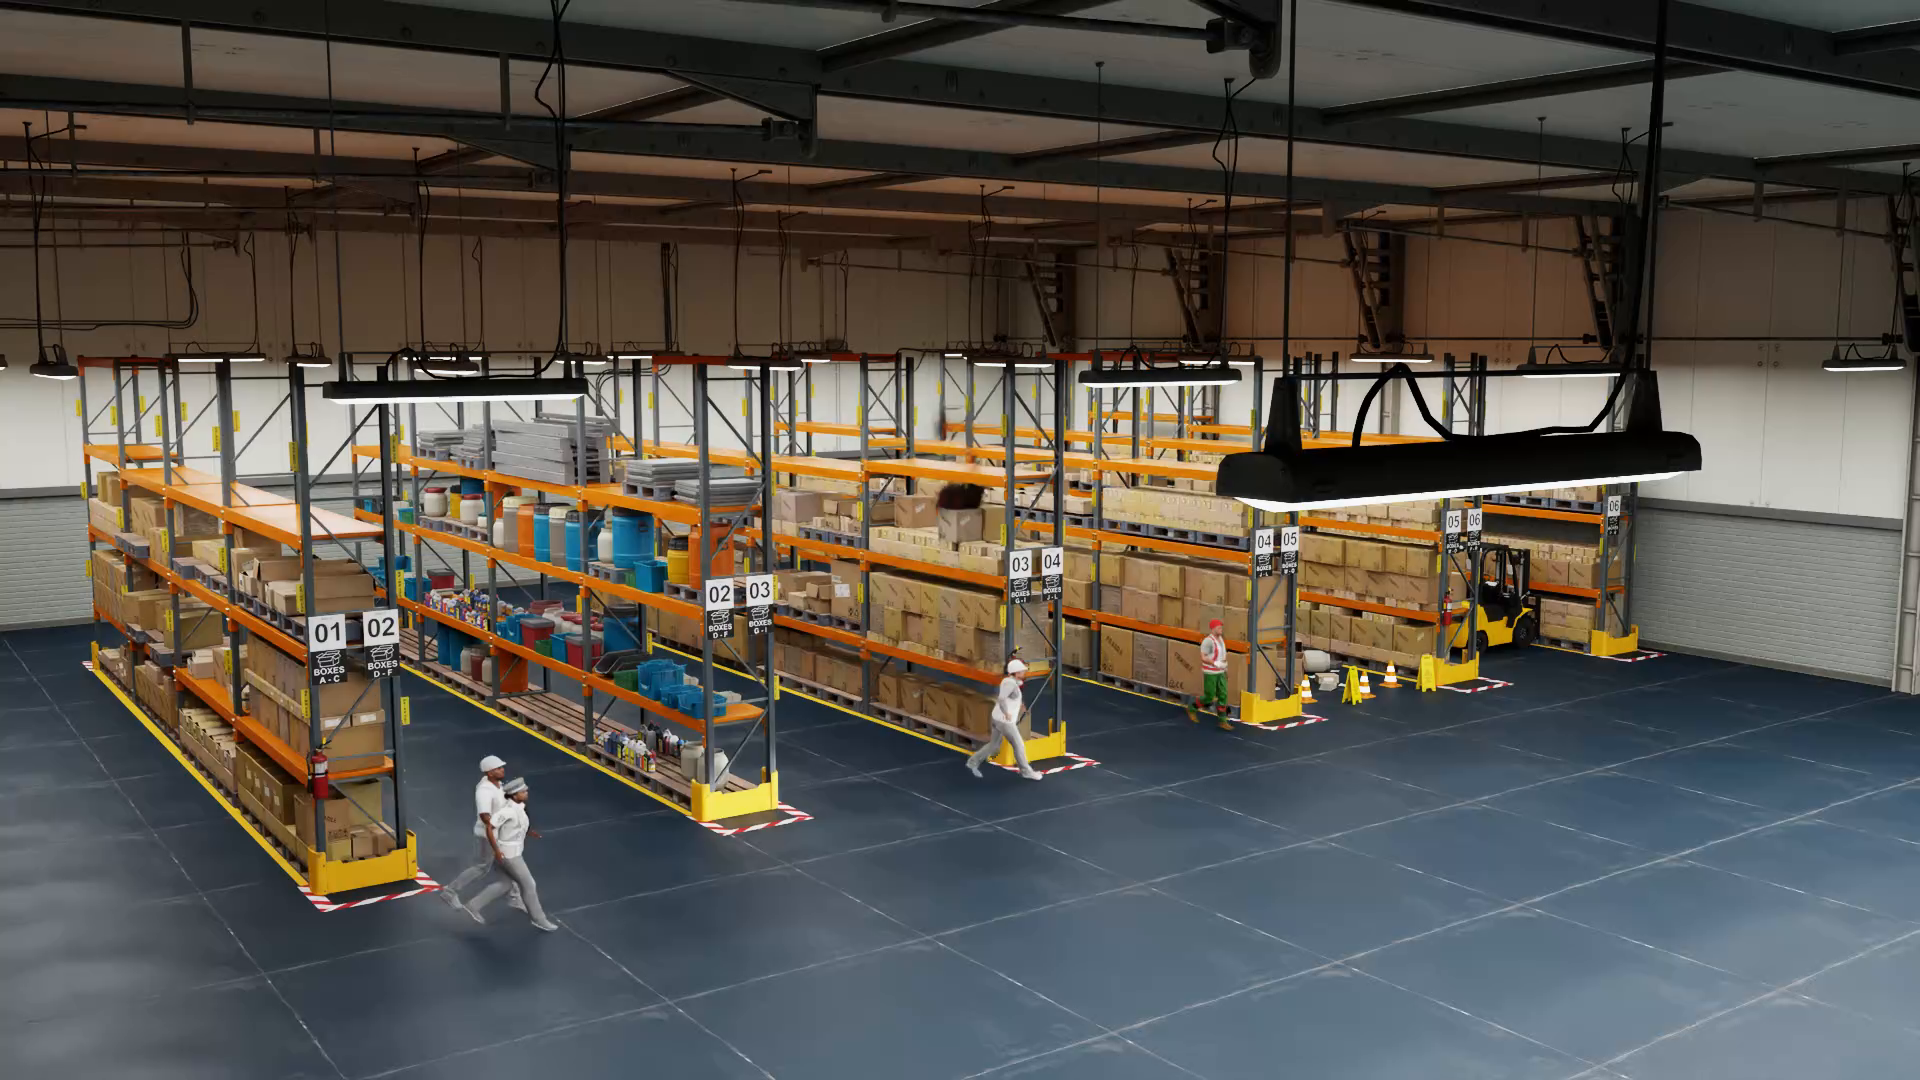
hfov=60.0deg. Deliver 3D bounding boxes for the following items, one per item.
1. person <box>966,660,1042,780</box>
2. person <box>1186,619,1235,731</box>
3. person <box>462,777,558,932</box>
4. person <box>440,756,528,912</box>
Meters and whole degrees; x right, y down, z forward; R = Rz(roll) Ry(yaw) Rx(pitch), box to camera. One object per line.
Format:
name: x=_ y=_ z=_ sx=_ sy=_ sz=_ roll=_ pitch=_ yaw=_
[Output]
person: x=0.632 y=2.563 z=23.674 sx=1.104 sy=1.723 sz=0.675 roll=-1 pitch=7 yaw=-6
person: x=4.109 y=2.166 z=27.066 sx=0.865 sy=1.794 sz=0.685 roll=6 pitch=9 yaw=41
person: x=-4.815 y=3.360 z=17.698 sx=0.990 sy=1.704 sz=0.599 roll=-1 pitch=7 yaw=-6
person: x=-5.197 y=3.242 z=18.282 sx=0.986 sy=1.783 sz=0.711 roll=0 pitch=7 yaw=-1
